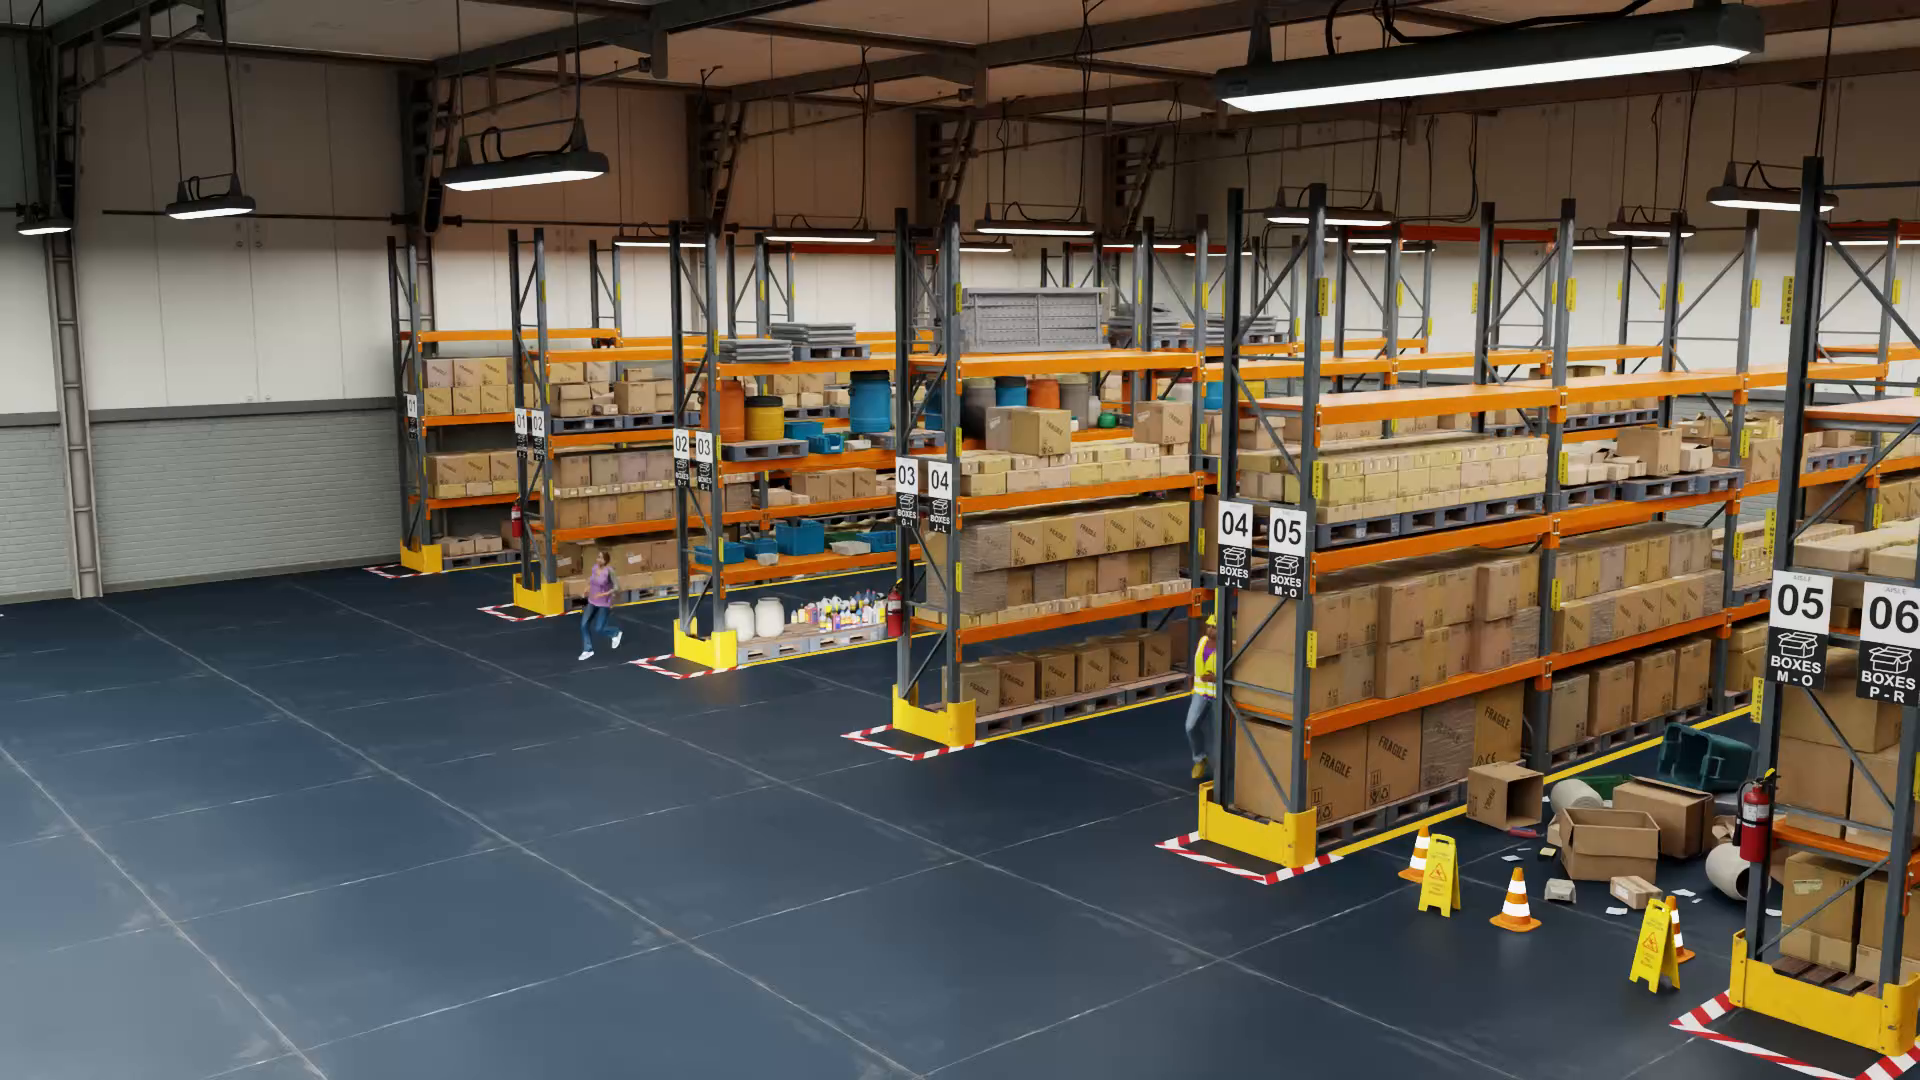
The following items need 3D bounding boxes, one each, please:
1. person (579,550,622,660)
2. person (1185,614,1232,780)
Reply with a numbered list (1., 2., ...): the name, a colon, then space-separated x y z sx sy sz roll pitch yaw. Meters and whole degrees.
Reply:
1. person: -4.966 0.887 23.145 0.562 1.543 0.623 5 10 28
2. person: 2.632 1.642 17.397 0.683 1.791 0.702 7 11 38
